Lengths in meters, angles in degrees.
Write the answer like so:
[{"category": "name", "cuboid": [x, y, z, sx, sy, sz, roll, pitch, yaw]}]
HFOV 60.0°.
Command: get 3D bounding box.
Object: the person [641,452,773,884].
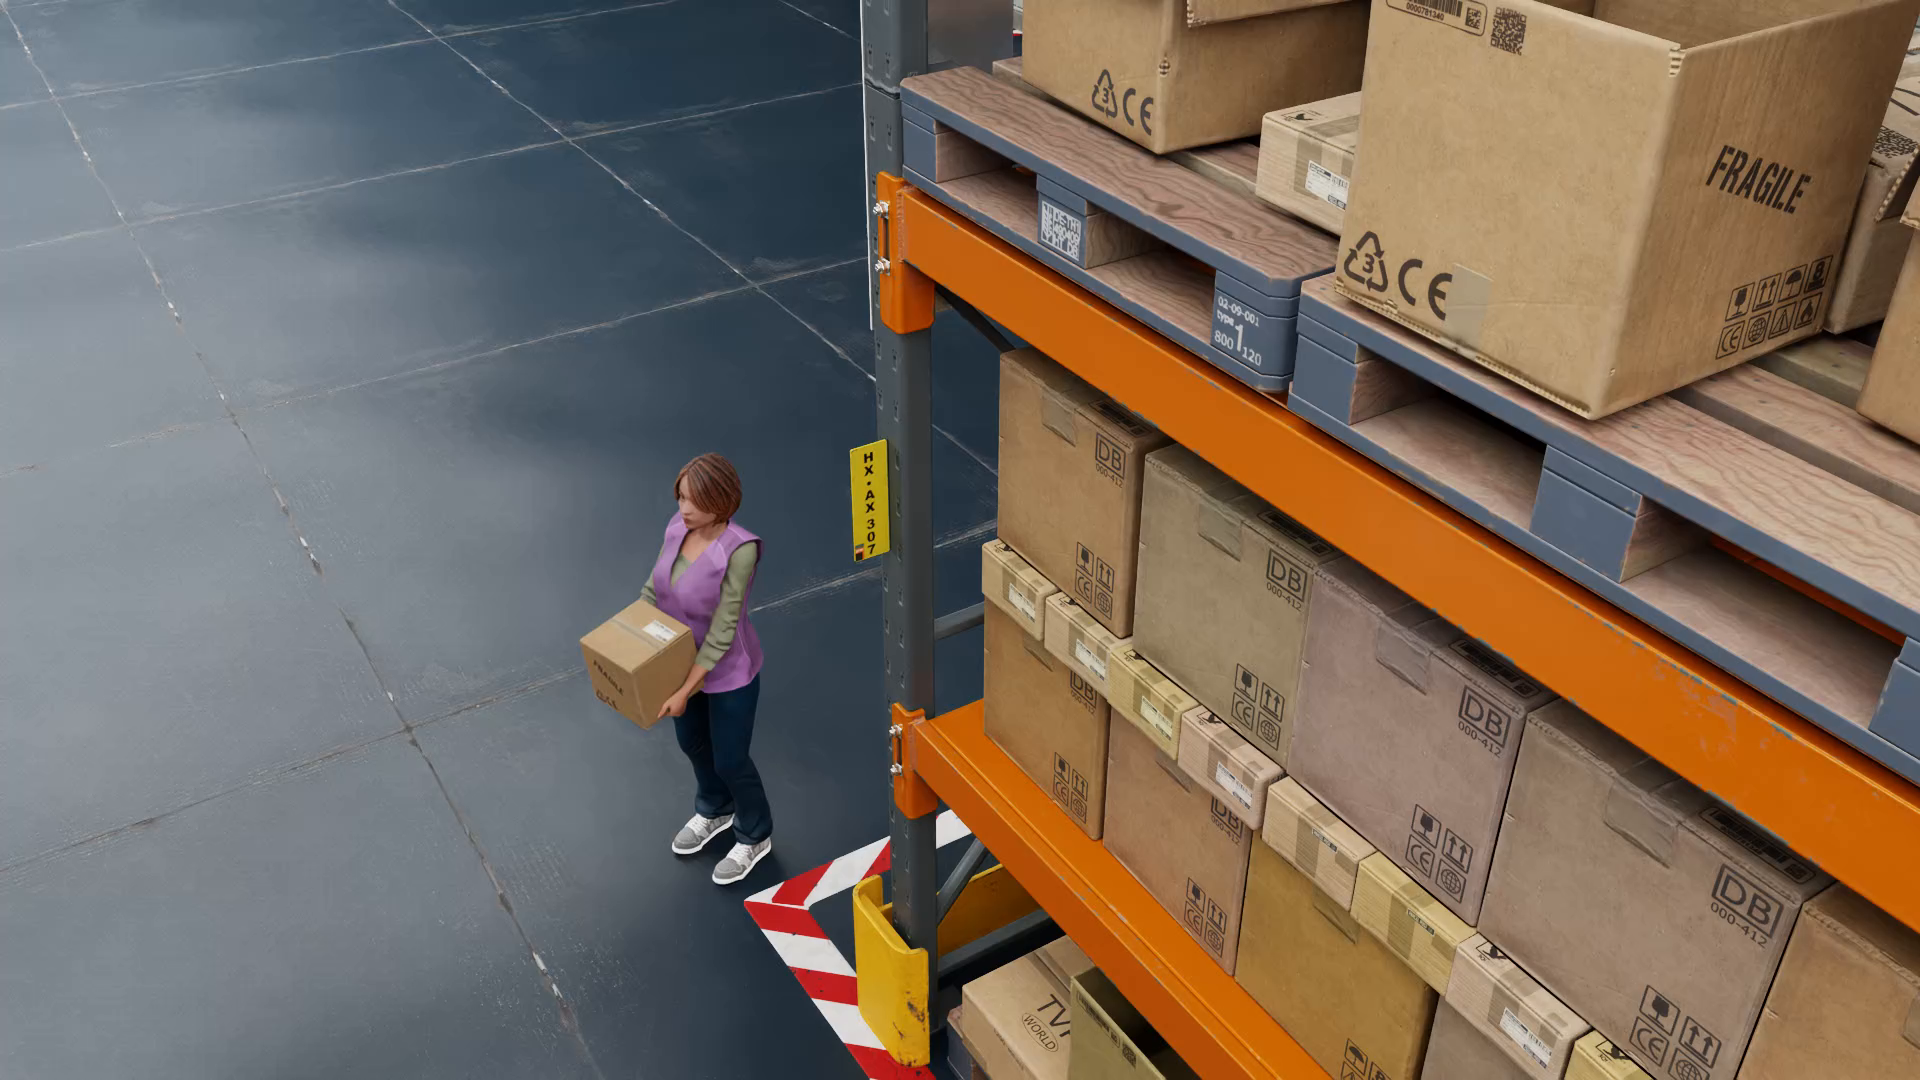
[{"category": "person", "cuboid": [-0.878, 0.462, 5.445, 0.405, 1.593, 0.489, 26, 41, 34]}]
